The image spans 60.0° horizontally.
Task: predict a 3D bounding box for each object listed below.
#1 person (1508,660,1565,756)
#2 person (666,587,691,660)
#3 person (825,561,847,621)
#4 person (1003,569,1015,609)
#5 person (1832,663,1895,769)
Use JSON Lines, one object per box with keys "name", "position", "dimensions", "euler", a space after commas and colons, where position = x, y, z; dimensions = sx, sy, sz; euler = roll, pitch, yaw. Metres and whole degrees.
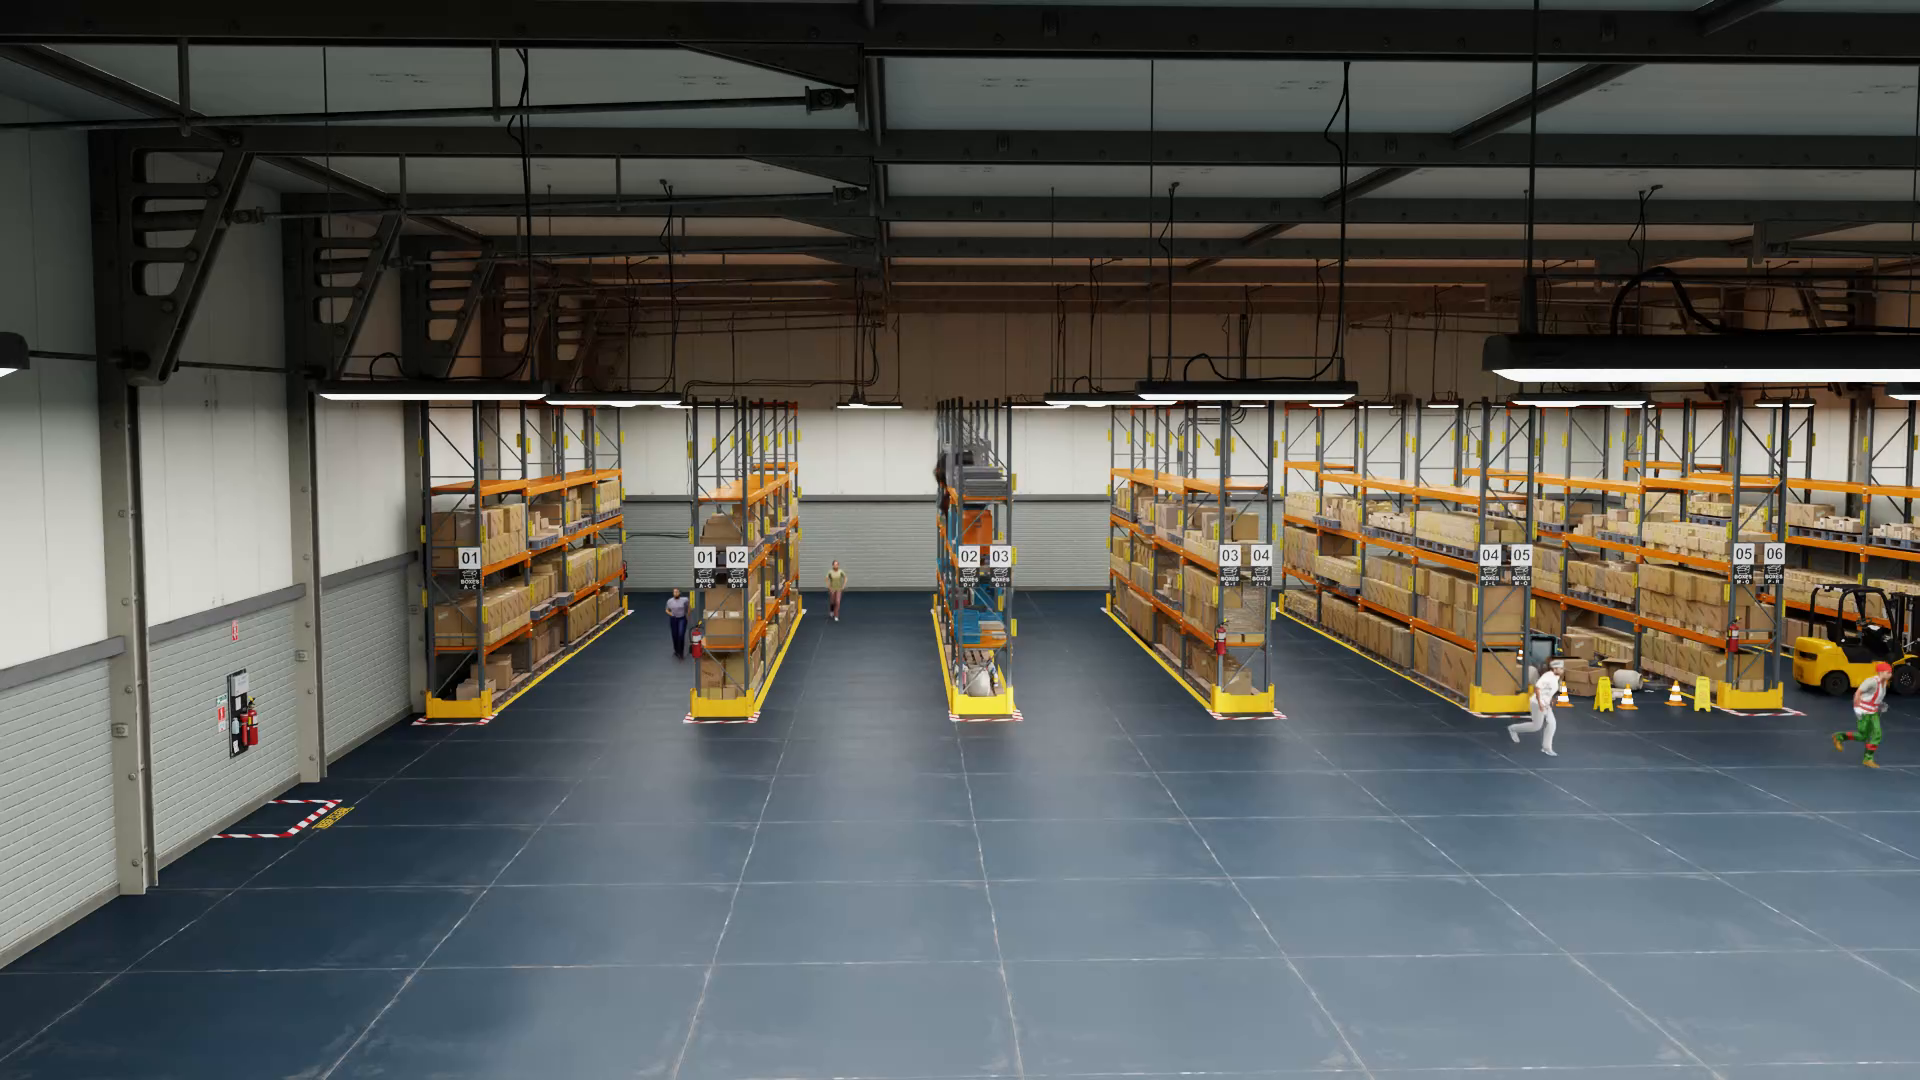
{"name": "person", "position": [9.695, 2.791, 27.953], "dimensions": [0.902, 1.631, 0.581], "euler": [3, 5, 33]}
{"name": "person", "position": [-6.551, 1.940, 38.623], "dimensions": [0.556, 1.697, 0.737], "euler": [0, 4, 4]}
{"name": "person", "position": [-3.402, 1.381, 45.728], "dimensions": [0.600, 1.647, 0.605], "euler": [-1, 4, -8]}
{"name": "person", "position": [1.286, 1.188, 48.115], "dimensions": [0.714, 1.738, 0.810], "euler": [4, 6, 40]}
{"name": "person", "position": [14.645, 2.807, 26.961], "dimensions": [0.658, 1.722, 0.910], "euler": [-4, 6, -41]}
